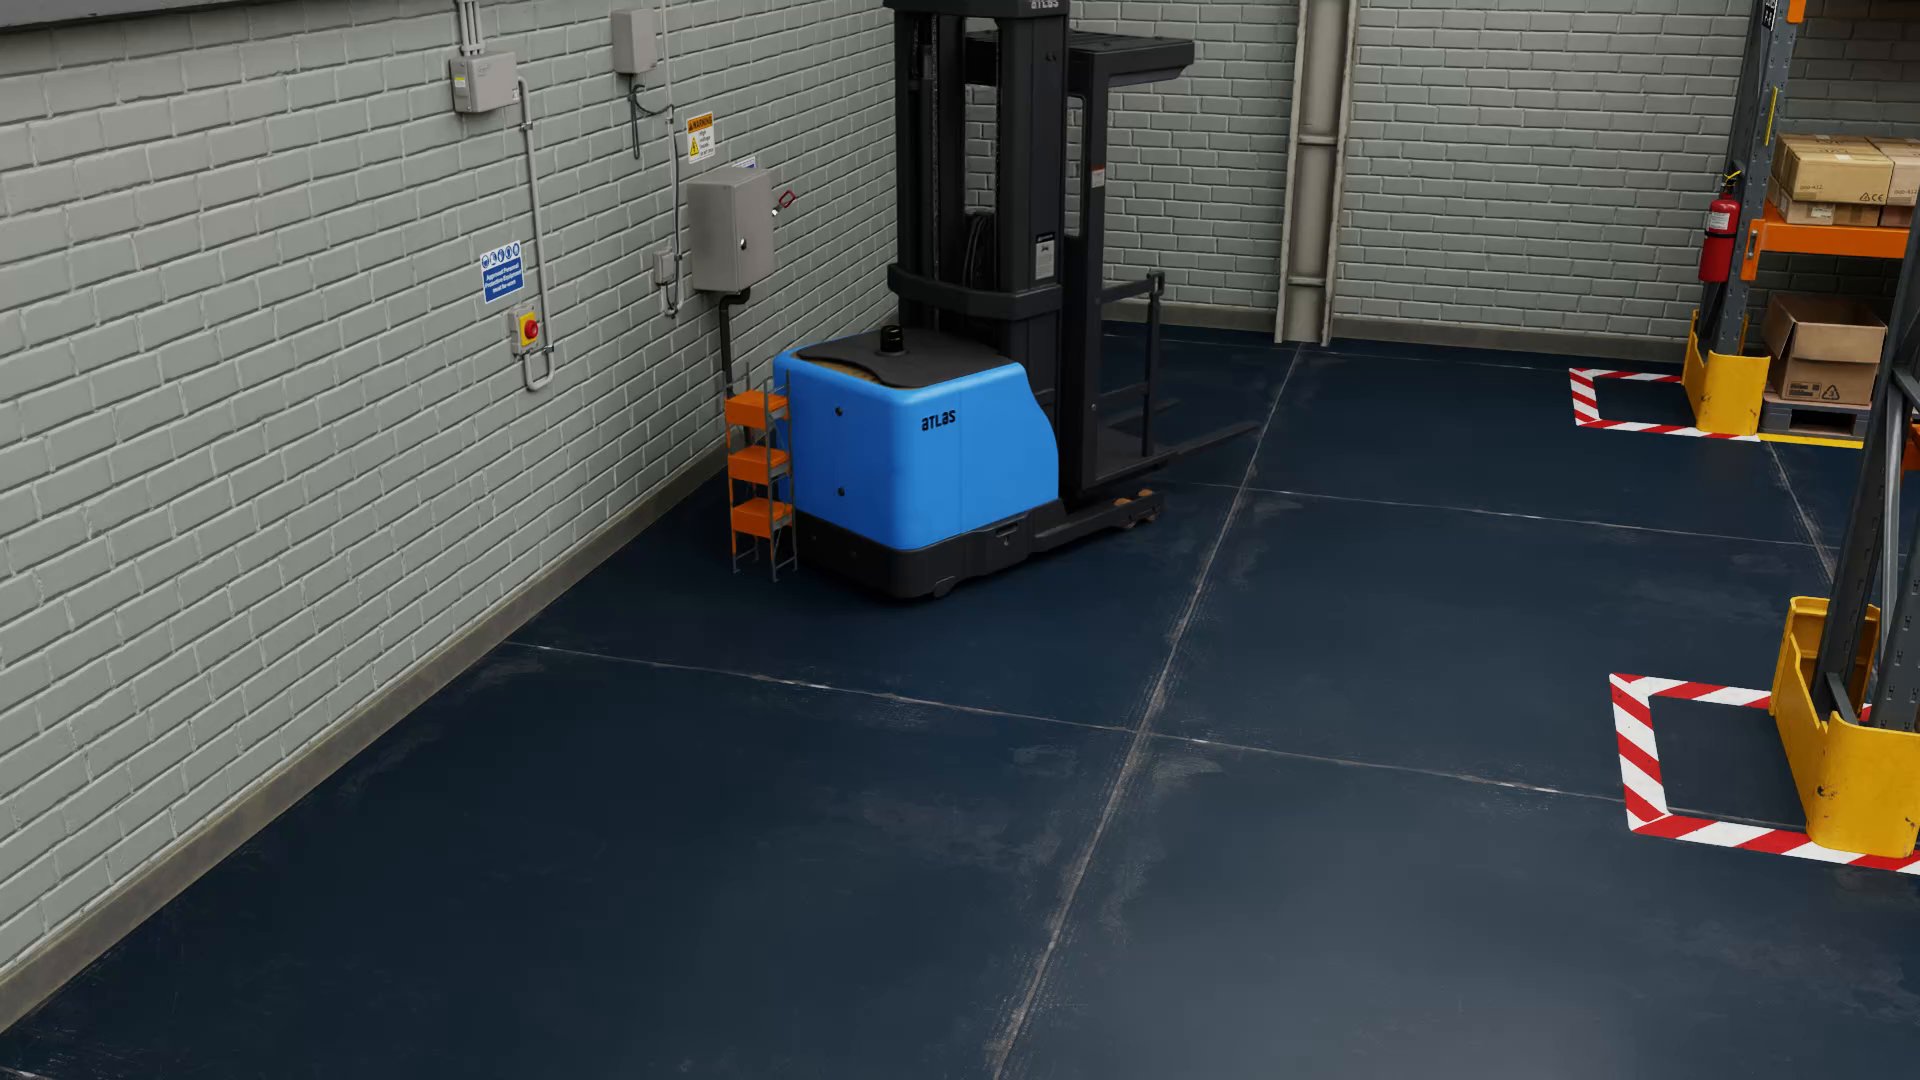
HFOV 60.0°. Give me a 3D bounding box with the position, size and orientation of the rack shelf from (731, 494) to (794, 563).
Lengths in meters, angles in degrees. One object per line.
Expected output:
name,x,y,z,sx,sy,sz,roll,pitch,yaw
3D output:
rack shelf,-0.979,-0.060,8.293,0.240,0.259,0.215,13,25,28

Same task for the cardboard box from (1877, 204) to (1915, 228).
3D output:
cardboard box,5.639,-1.988,9.996,0.250,0.149,0.380,6,23,15

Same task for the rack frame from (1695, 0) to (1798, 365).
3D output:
rack frame,4.885,-2.267,10.345,0.127,3.000,1.000,7,23,16

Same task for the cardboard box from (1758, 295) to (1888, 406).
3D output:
cardboard box,5.443,-1.205,10.492,0.637,0.503,0.797,6,23,13

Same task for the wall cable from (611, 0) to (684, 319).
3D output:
wall cable,-1.552,-2.060,8.500,0.122,1.984,0.588,7,23,16

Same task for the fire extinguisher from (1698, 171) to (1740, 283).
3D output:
fire extinguisher,4.611,-1.907,10.061,0.183,0.674,0.296,7,23,16

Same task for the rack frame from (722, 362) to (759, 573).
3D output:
rack frame,-1.084,-0.351,8.241,0.008,1.050,0.200,13,25,28

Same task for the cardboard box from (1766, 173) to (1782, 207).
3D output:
cardboard box,5.280,-2.212,10.542,0.250,0.149,0.380,6,23,15

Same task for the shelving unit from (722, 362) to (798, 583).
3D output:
shelving unit,-0.979,-0.327,8.184,0.252,1.050,0.215,13,25,28

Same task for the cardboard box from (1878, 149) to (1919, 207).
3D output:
cardboard box,5.724,-2.133,9.823,0.500,0.250,0.500,7,23,16

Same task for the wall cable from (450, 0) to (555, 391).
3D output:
wall cable,-1.950,-1.558,7.235,0.123,1.953,0.585,7,23,16

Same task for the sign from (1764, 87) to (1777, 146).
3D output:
sign,4.728,-2.471,9.700,0.005,0.325,0.100,7,23,16

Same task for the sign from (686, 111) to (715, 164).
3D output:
sign,-1.418,-2.205,9.105,0.001,0.242,0.339,7,23,16

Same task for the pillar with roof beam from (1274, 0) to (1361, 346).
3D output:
pillar with roof beam,1.320,-4.102,6.913,0.400,9.000,9.100,7,23,16

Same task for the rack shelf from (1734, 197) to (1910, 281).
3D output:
rack shelf,6.800,-1.715,9.947,4.000,0.370,1.077,7,23,16

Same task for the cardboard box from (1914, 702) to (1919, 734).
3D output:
cardboard box,4.115,0.564,6.266,0.875,0.438,0.875,6,23,14

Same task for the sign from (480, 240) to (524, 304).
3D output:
sign,-2.023,-1.187,7.356,0.001,0.218,0.327,7,23,16

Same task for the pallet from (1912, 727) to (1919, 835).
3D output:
pallet,4.243,0.886,6.333,1.213,0.211,1.003,7,23,16

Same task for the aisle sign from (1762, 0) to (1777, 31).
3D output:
aisle sign,4.735,-3.371,9.610,0.004,0.787,0.394,7,23,16

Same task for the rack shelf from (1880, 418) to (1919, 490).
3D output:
rack shelf,5.369,0.088,5.550,4.000,0.370,1.077,7,23,16

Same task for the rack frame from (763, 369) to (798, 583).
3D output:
rack frame,-0.874,-0.304,8.127,0.008,1.050,0.200,13,25,28

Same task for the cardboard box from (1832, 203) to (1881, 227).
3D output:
cardboard box,5.377,-2.004,10.035,0.250,0.149,0.380,7,23,17

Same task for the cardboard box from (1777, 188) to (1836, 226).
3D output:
cardboard box,5.120,-2.016,10.062,0.250,0.149,0.380,6,23,15

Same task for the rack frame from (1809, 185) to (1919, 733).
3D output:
rack frame,3.455,-0.464,5.948,0.127,3.000,1.000,7,23,16

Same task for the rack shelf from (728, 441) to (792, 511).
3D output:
rack shelf,-0.979,-0.317,8.188,0.240,0.259,0.215,13,25,28

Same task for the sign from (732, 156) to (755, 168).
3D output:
sign,-1.260,-1.979,9.766,0.001,0.494,0.329,7,23,16

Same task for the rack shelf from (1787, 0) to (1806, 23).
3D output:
rack shelf,6.800,-3.103,9.378,4.000,0.370,1.077,7,23,16

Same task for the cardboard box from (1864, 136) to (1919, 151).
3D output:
cardboard box,5.895,-2.325,10.291,0.500,0.250,0.500,7,23,16

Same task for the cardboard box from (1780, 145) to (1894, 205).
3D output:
cardboard box,5.241,-2.188,9.957,0.500,0.250,0.500,7,23,16

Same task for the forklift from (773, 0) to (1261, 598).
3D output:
forklift,0.472,-1.538,8.657,3.031,2.935,1.130,-20,30,-40

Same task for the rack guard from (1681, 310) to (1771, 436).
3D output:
rack guard,4.958,-1.103,10.799,0.348,0.500,1.175,7,23,16

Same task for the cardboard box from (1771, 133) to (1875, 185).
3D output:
cardboard box,5.402,-2.382,10.429,0.500,0.250,0.500,7,23,17

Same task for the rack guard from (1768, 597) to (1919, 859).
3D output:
rack guard,3.432,0.690,6.429,0.348,0.500,1.175,7,23,16

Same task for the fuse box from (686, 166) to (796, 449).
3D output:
fuse box,-1.204,-1.224,9.500,0.414,1.711,0.539,7,23,16

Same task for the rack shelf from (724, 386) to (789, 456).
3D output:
rack shelf,-0.979,-0.580,8.080,0.240,0.259,0.215,13,25,28

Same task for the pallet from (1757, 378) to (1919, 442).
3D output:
pallet,5.721,-0.882,10.642,1.213,0.211,1.003,7,23,16

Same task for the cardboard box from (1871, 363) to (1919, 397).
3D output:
cardboard box,5.839,-0.981,10.411,0.250,0.149,0.380,6,23,13
